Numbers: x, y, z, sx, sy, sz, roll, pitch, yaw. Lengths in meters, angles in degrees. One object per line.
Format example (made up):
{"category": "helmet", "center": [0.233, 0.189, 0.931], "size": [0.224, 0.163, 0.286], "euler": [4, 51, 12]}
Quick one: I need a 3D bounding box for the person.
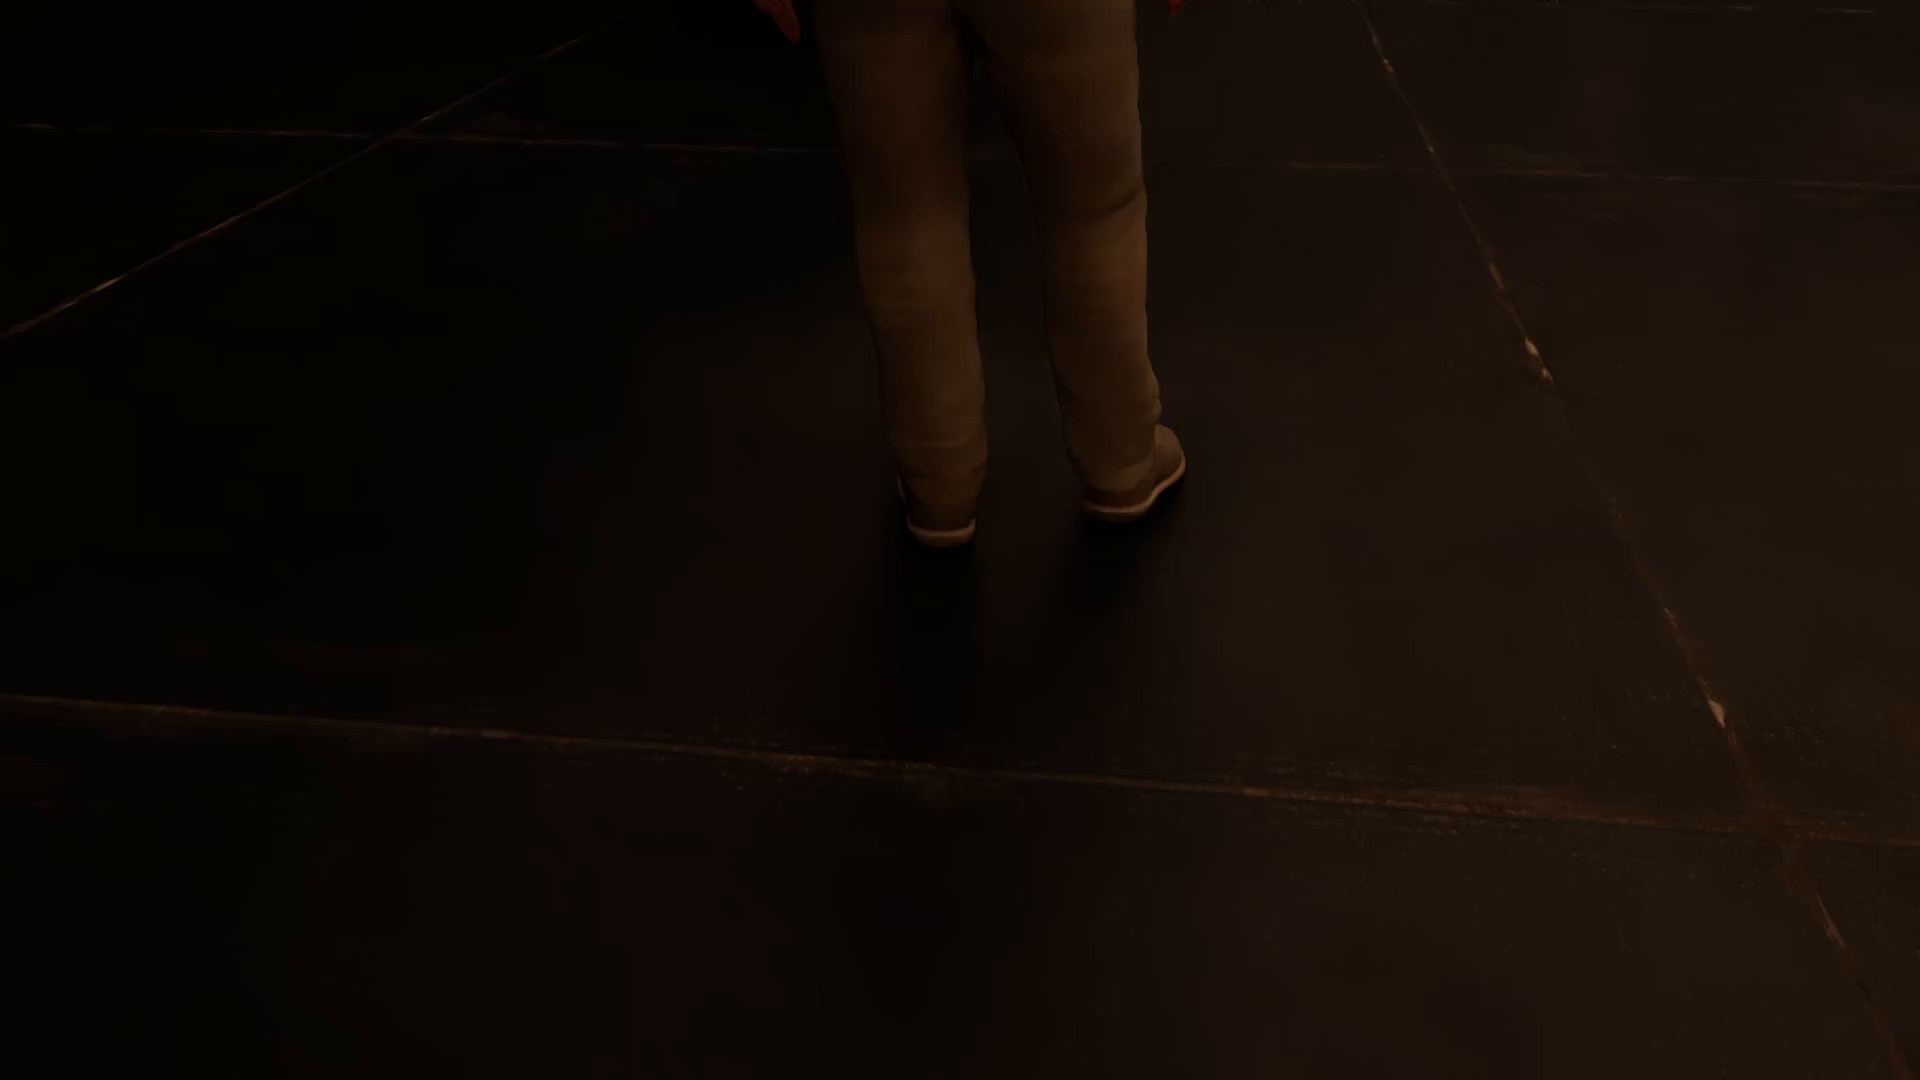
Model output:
{"category": "person", "center": [0.022, -0.838, 2.166], "size": [0.640, 1.781, 0.574], "euler": [3, 27, 7]}

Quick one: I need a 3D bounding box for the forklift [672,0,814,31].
{"category": "forklift", "center": [0.012, -3.778, 6.790], "size": [1.130, 2.935, 3.031], "euler": [13, 29, 24]}
